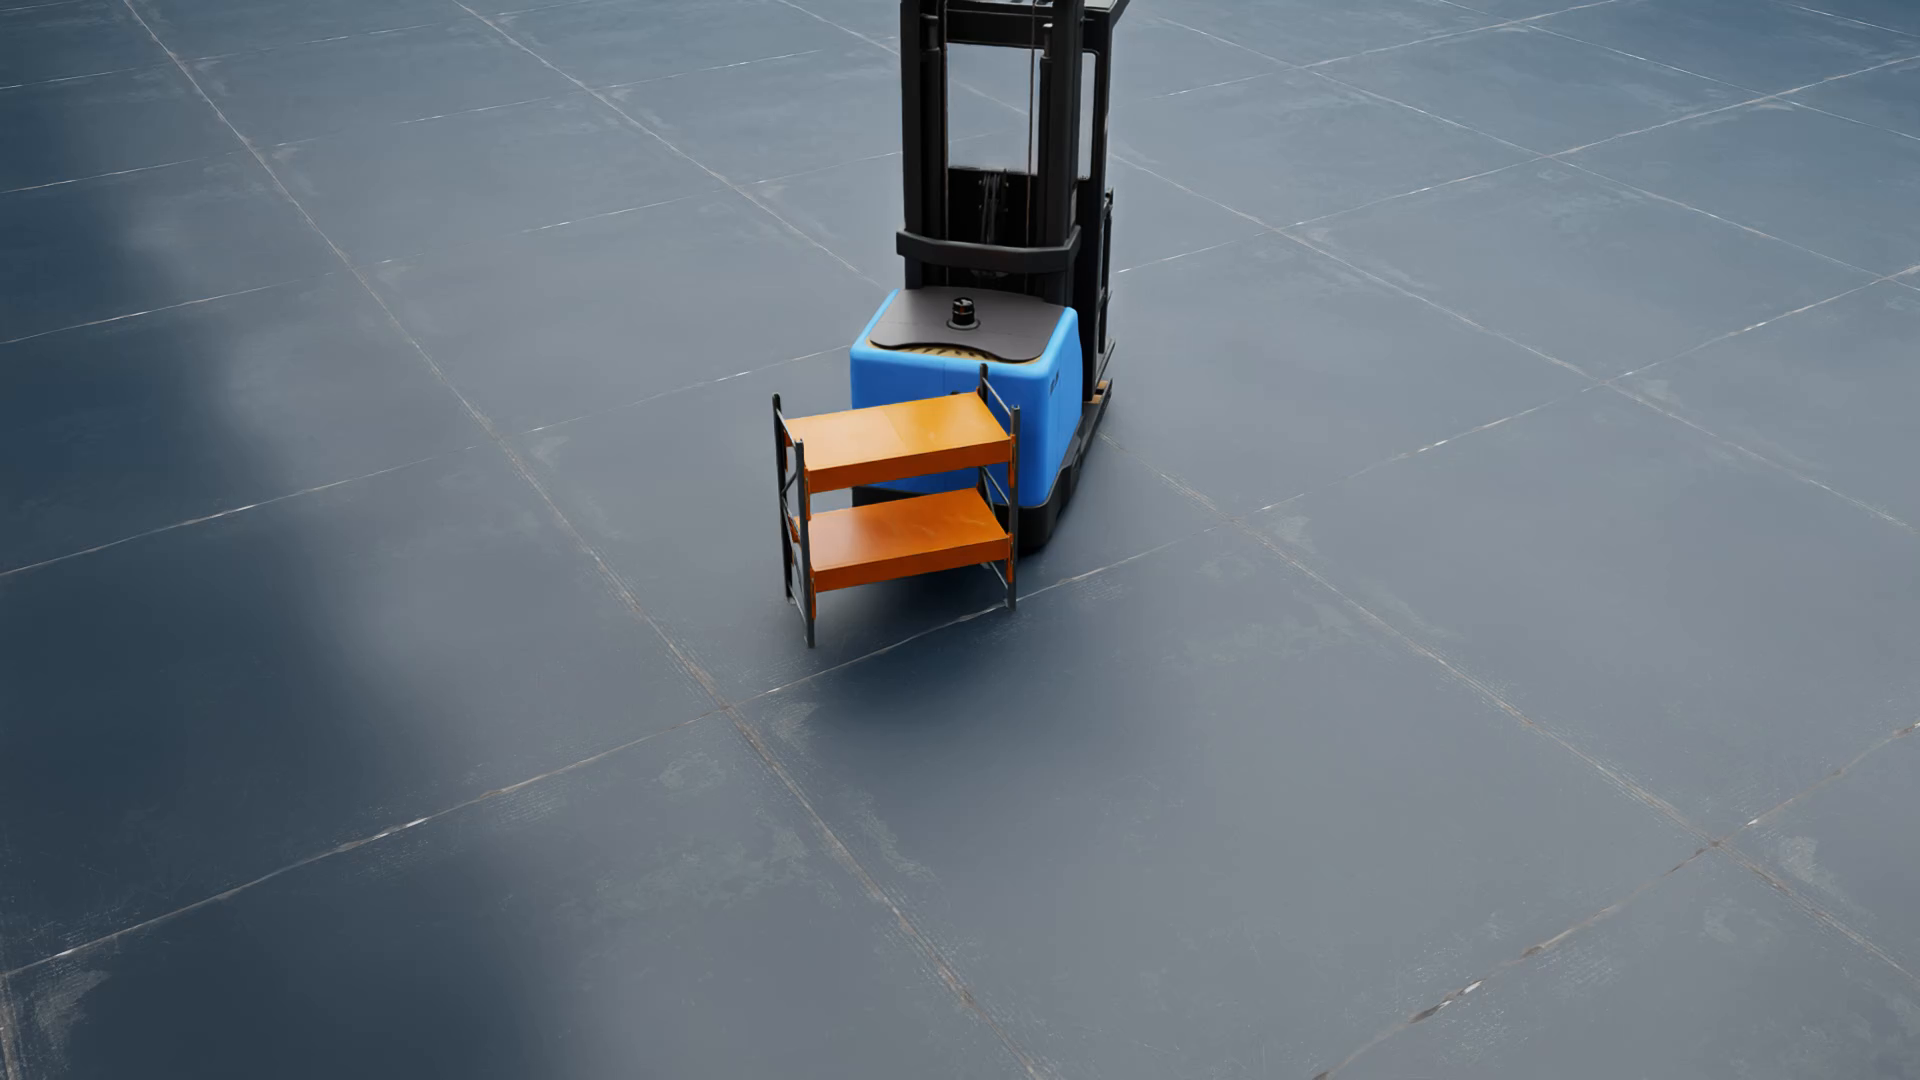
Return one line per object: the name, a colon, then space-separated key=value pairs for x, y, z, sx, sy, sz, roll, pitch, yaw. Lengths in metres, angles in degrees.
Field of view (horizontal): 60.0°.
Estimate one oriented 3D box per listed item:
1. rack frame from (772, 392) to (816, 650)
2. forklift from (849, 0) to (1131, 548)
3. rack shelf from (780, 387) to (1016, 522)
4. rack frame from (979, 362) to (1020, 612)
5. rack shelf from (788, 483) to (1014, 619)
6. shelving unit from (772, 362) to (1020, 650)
rack frame: x=-0.782 y=-0.081 z=7.824 sx=0.032 sy=1.125 sz=0.500 roll=-10 pitch=34 yaw=-15
forklift: x=0.293 y=-1.978 z=9.138 sx=1.130 sy=2.935 sz=3.031 roll=8 pitch=33 yaw=12
rack shelf: x=-0.298 y=-0.413 z=7.802 sx=1.000 sy=0.278 sz=0.538 roll=-10 pitch=34 yaw=-15
rack frame: x=0.185 y=-0.250 z=8.092 sx=0.032 sy=1.125 sz=0.500 roll=-10 pitch=34 yaw=-15
rack shelf: x=-0.298 y=0.041 z=8.088 sx=1.000 sy=0.278 sz=0.538 roll=-10 pitch=34 yaw=-15
shelving unit: x=-0.298 y=-0.165 z=7.958 sx=1.048 sy=1.125 sz=0.538 roll=-10 pitch=34 yaw=-15
